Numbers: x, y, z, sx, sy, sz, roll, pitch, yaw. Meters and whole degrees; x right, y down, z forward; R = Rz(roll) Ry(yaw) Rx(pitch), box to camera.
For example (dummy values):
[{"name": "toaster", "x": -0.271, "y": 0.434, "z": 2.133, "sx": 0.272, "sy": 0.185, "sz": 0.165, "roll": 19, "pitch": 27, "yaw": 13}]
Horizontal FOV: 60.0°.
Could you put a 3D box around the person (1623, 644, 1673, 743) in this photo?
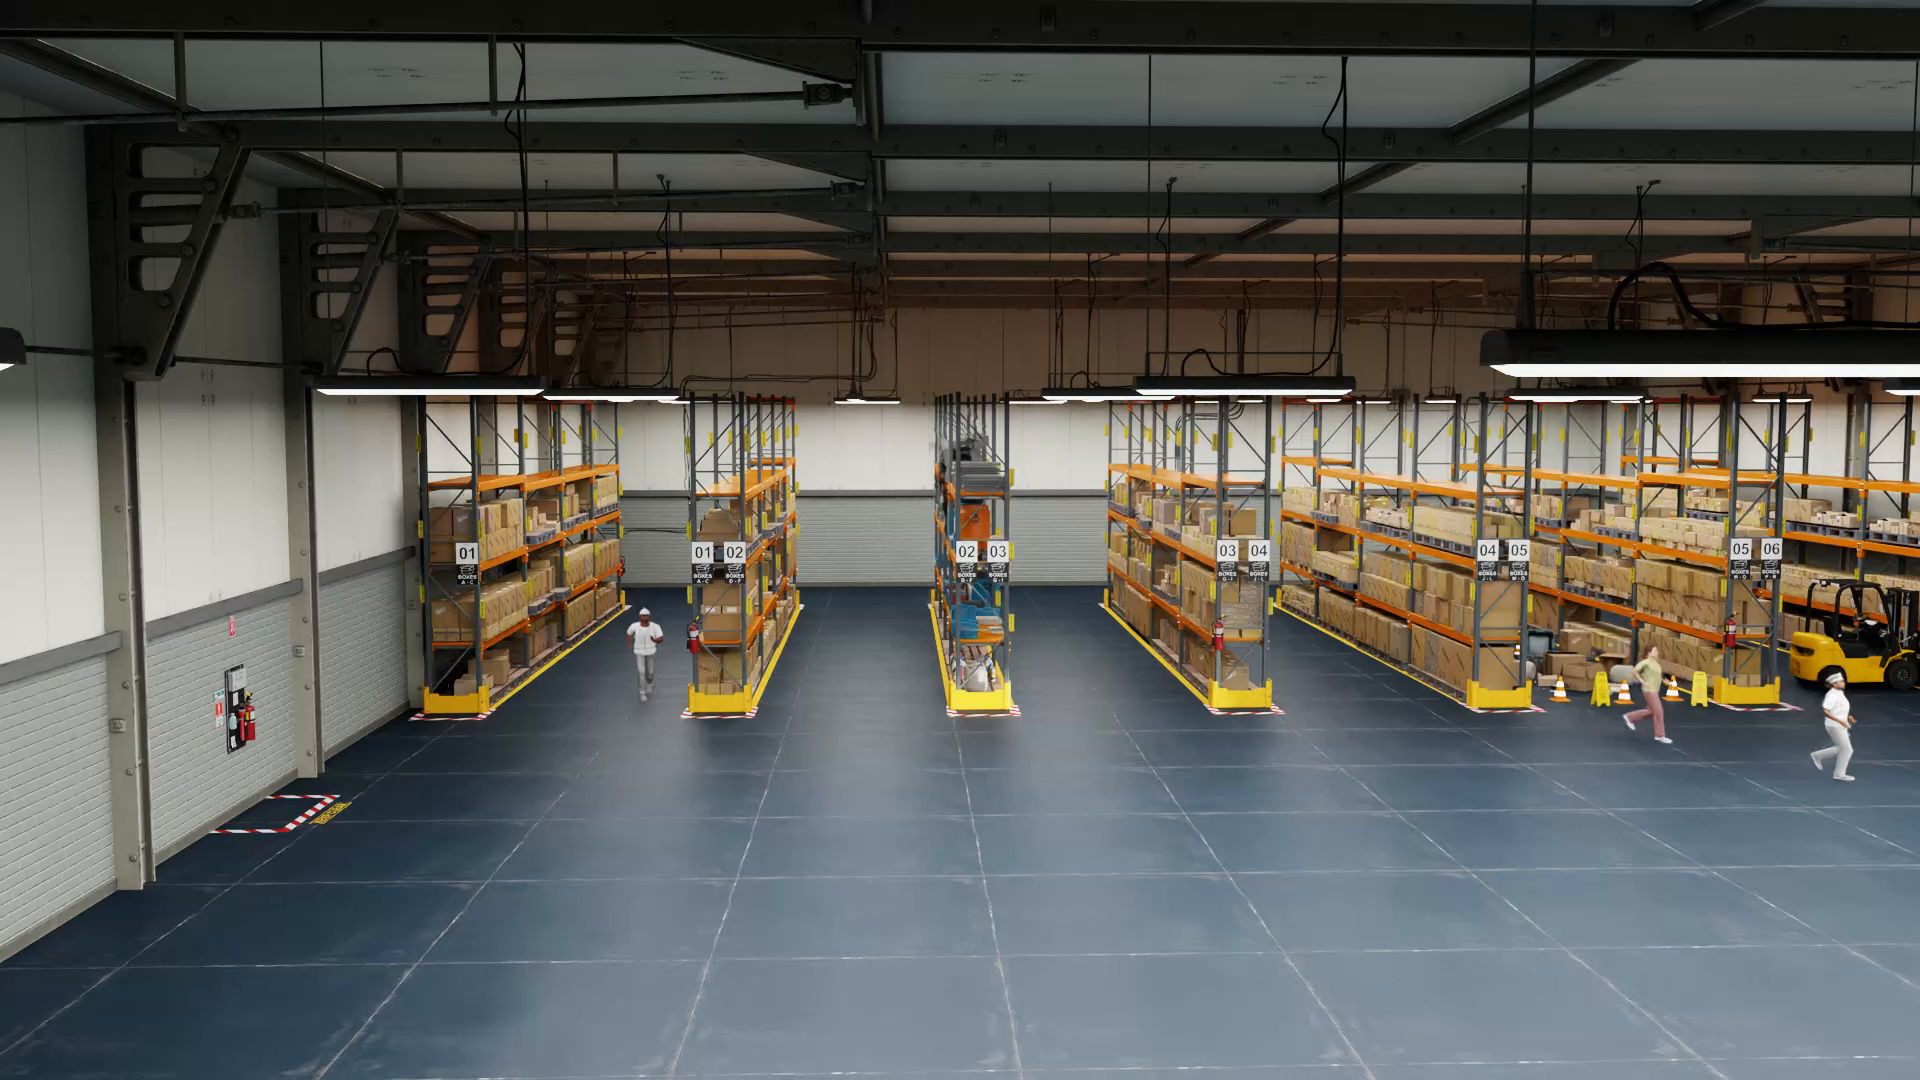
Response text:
[{"name": "person", "x": 11.829, "y": 2.616, "z": 28.581, "sx": 0.879, "sy": 1.669, "sz": 0.579, "roll": 4, "pitch": 6, "yaw": 44}]

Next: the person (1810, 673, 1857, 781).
[{"name": "person", "x": 13.428, "y": 2.848, "z": 25.567, "sx": 0.644, "sy": 1.653, "sz": 0.577, "roll": 4, "pitch": 6, "yaw": 39}]

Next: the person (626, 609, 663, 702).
[{"name": "person", "x": -6.147, "y": 2.212, "z": 32.478, "sx": 0.700, "sy": 1.752, "sz": 0.989, "roll": -1, "pitch": 5, "yaw": -14}]
